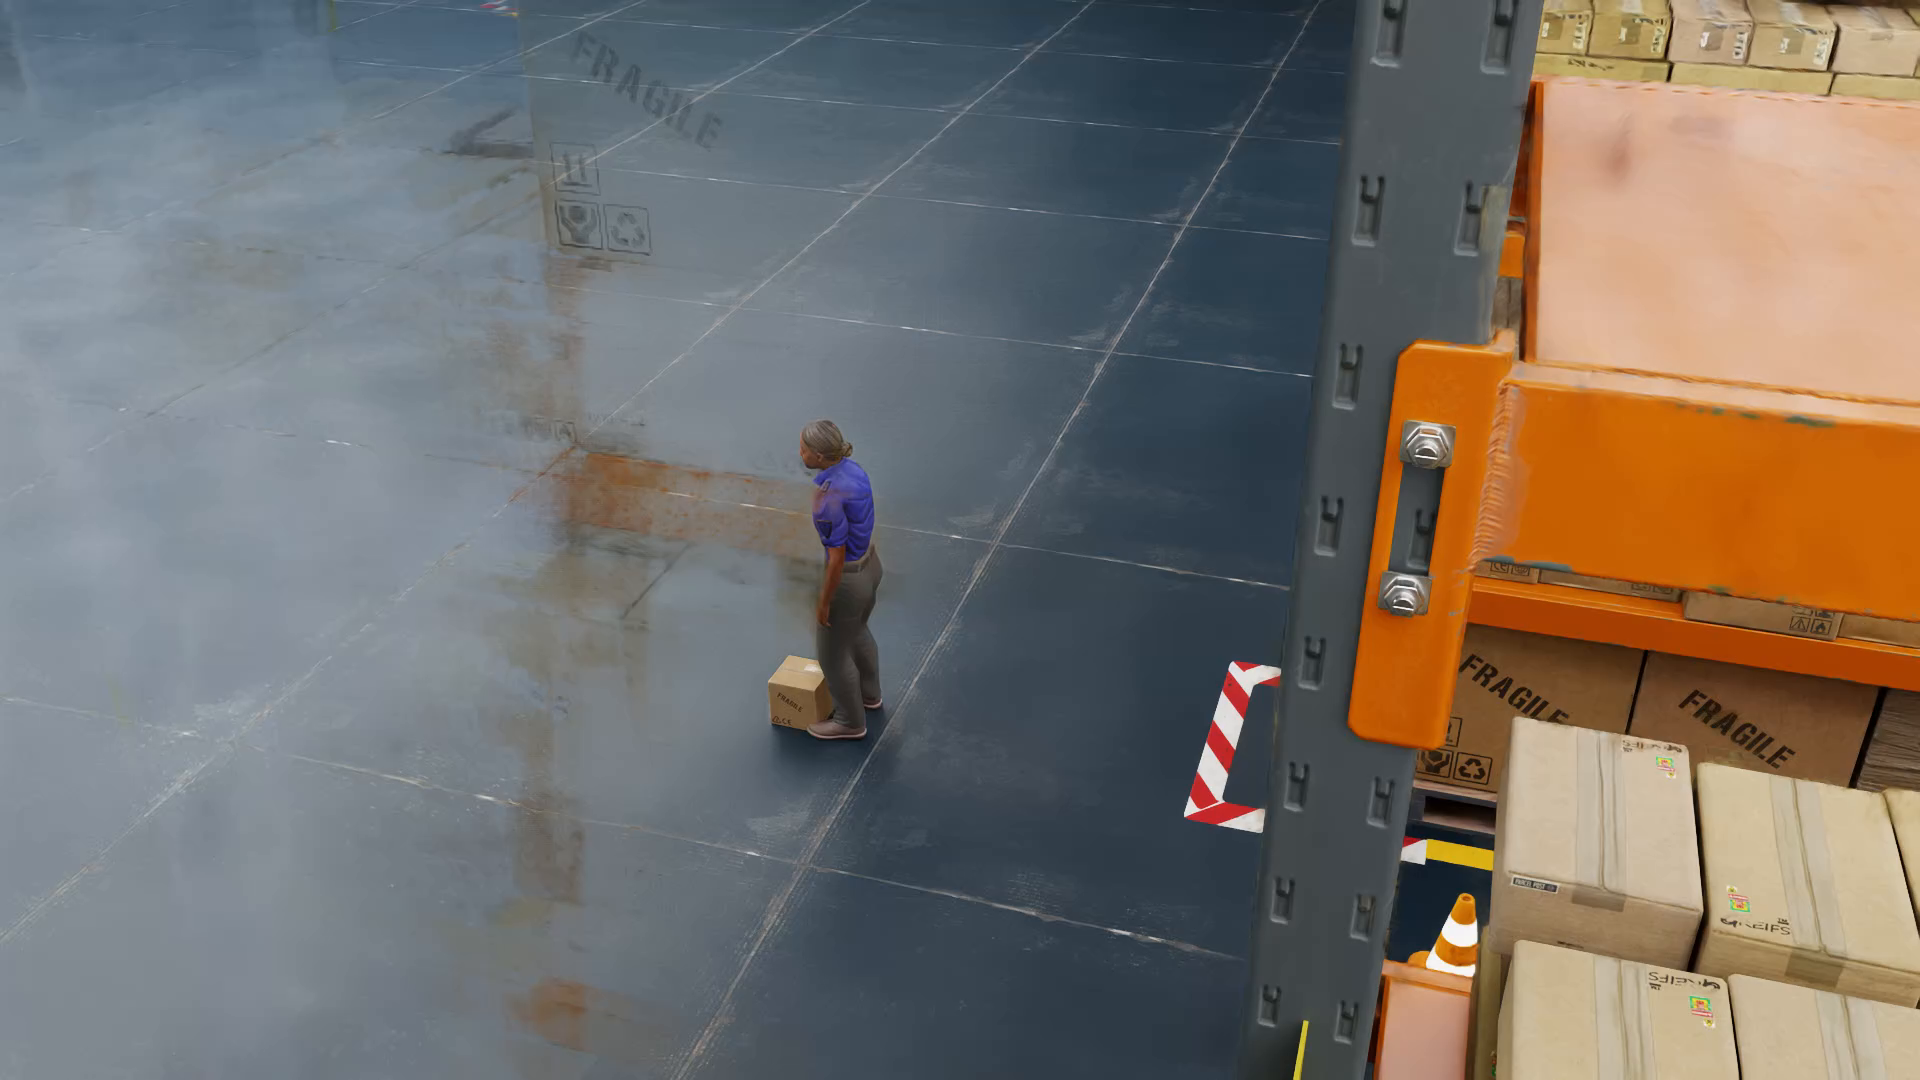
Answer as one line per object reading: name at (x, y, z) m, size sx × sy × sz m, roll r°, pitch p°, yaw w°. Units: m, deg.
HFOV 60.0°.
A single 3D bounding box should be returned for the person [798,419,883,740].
person at (-0.552, 0.177, 7.817) m, size 0.348 × 1.655 × 0.532 m, roll 7°, pitch 30°, yaw 12°
